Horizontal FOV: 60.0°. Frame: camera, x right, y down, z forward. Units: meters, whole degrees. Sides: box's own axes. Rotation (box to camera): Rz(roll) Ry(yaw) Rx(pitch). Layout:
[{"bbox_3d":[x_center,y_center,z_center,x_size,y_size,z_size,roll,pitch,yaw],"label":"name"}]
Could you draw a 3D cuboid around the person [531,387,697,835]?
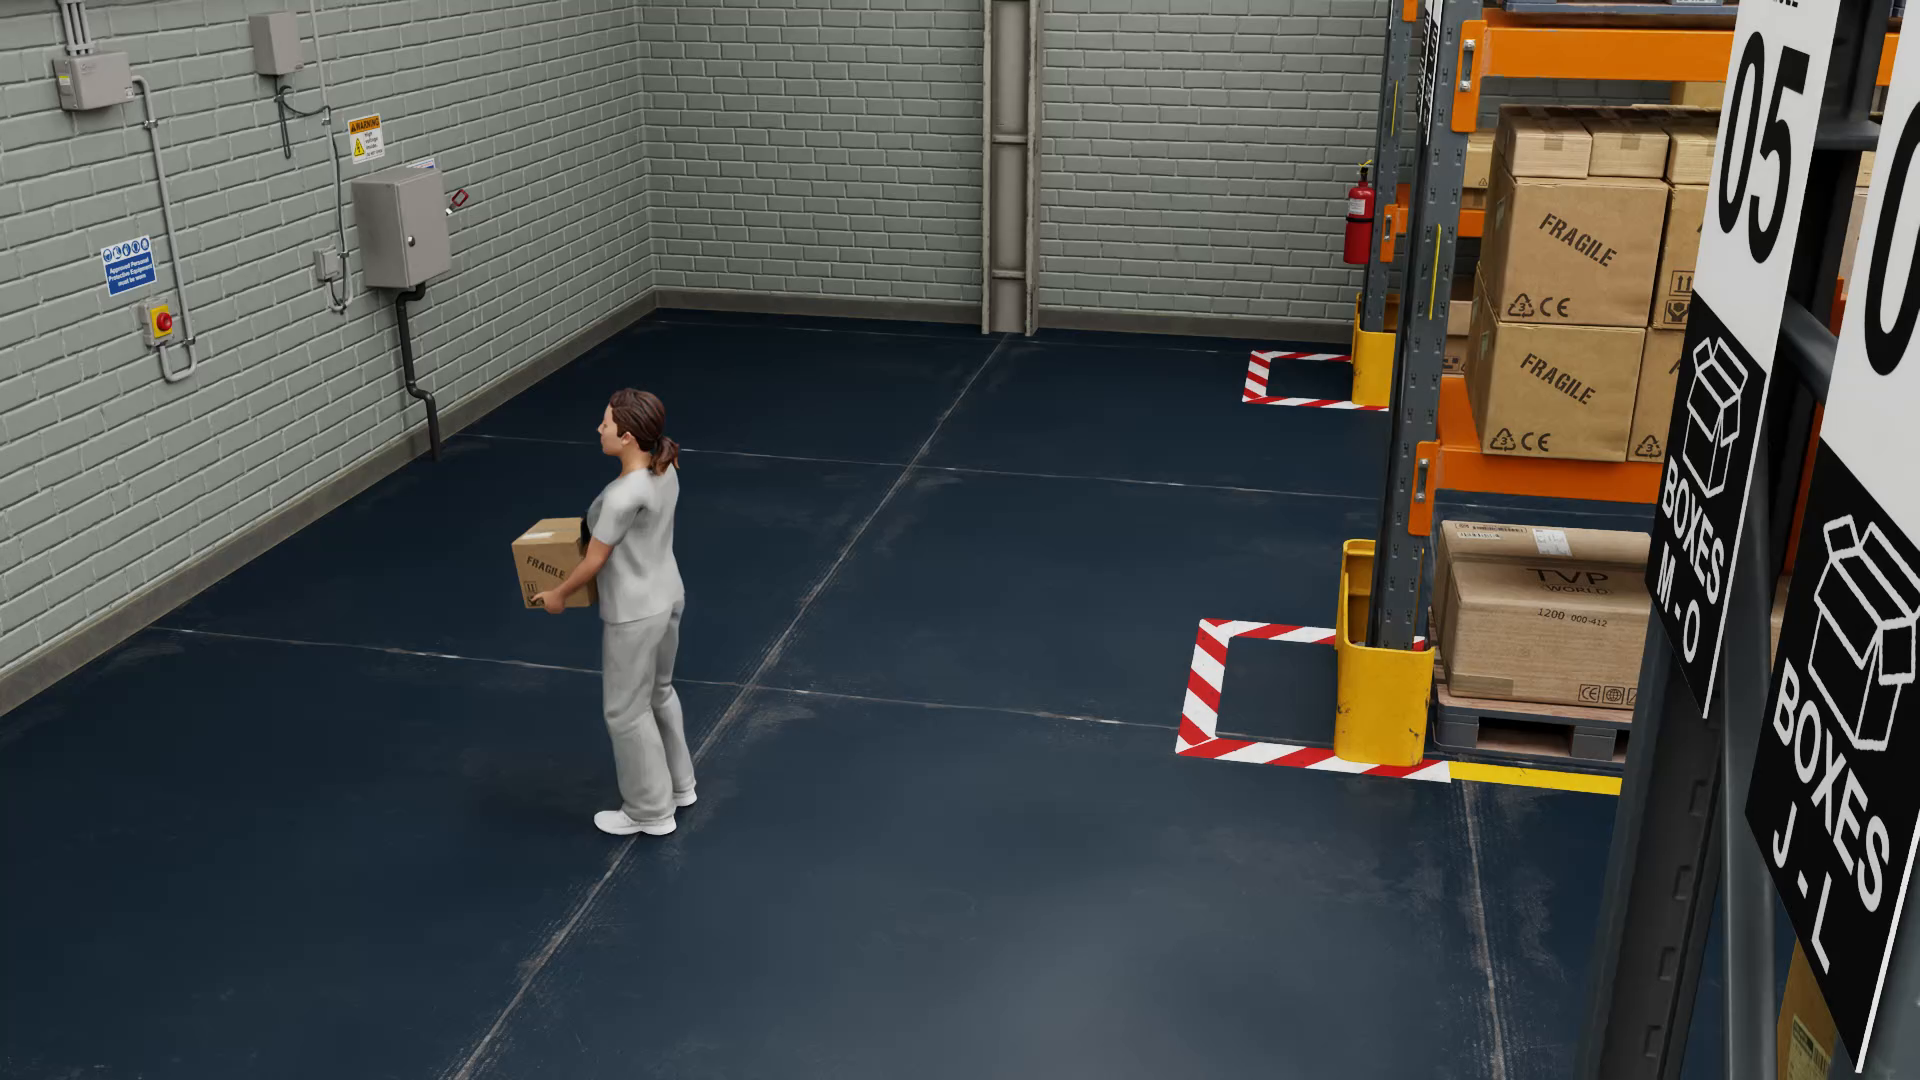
[{"bbox_3d":[-1.220,0.256,5.959,0.545,1.668,0.431,4,22,11],"label":"person"}]
